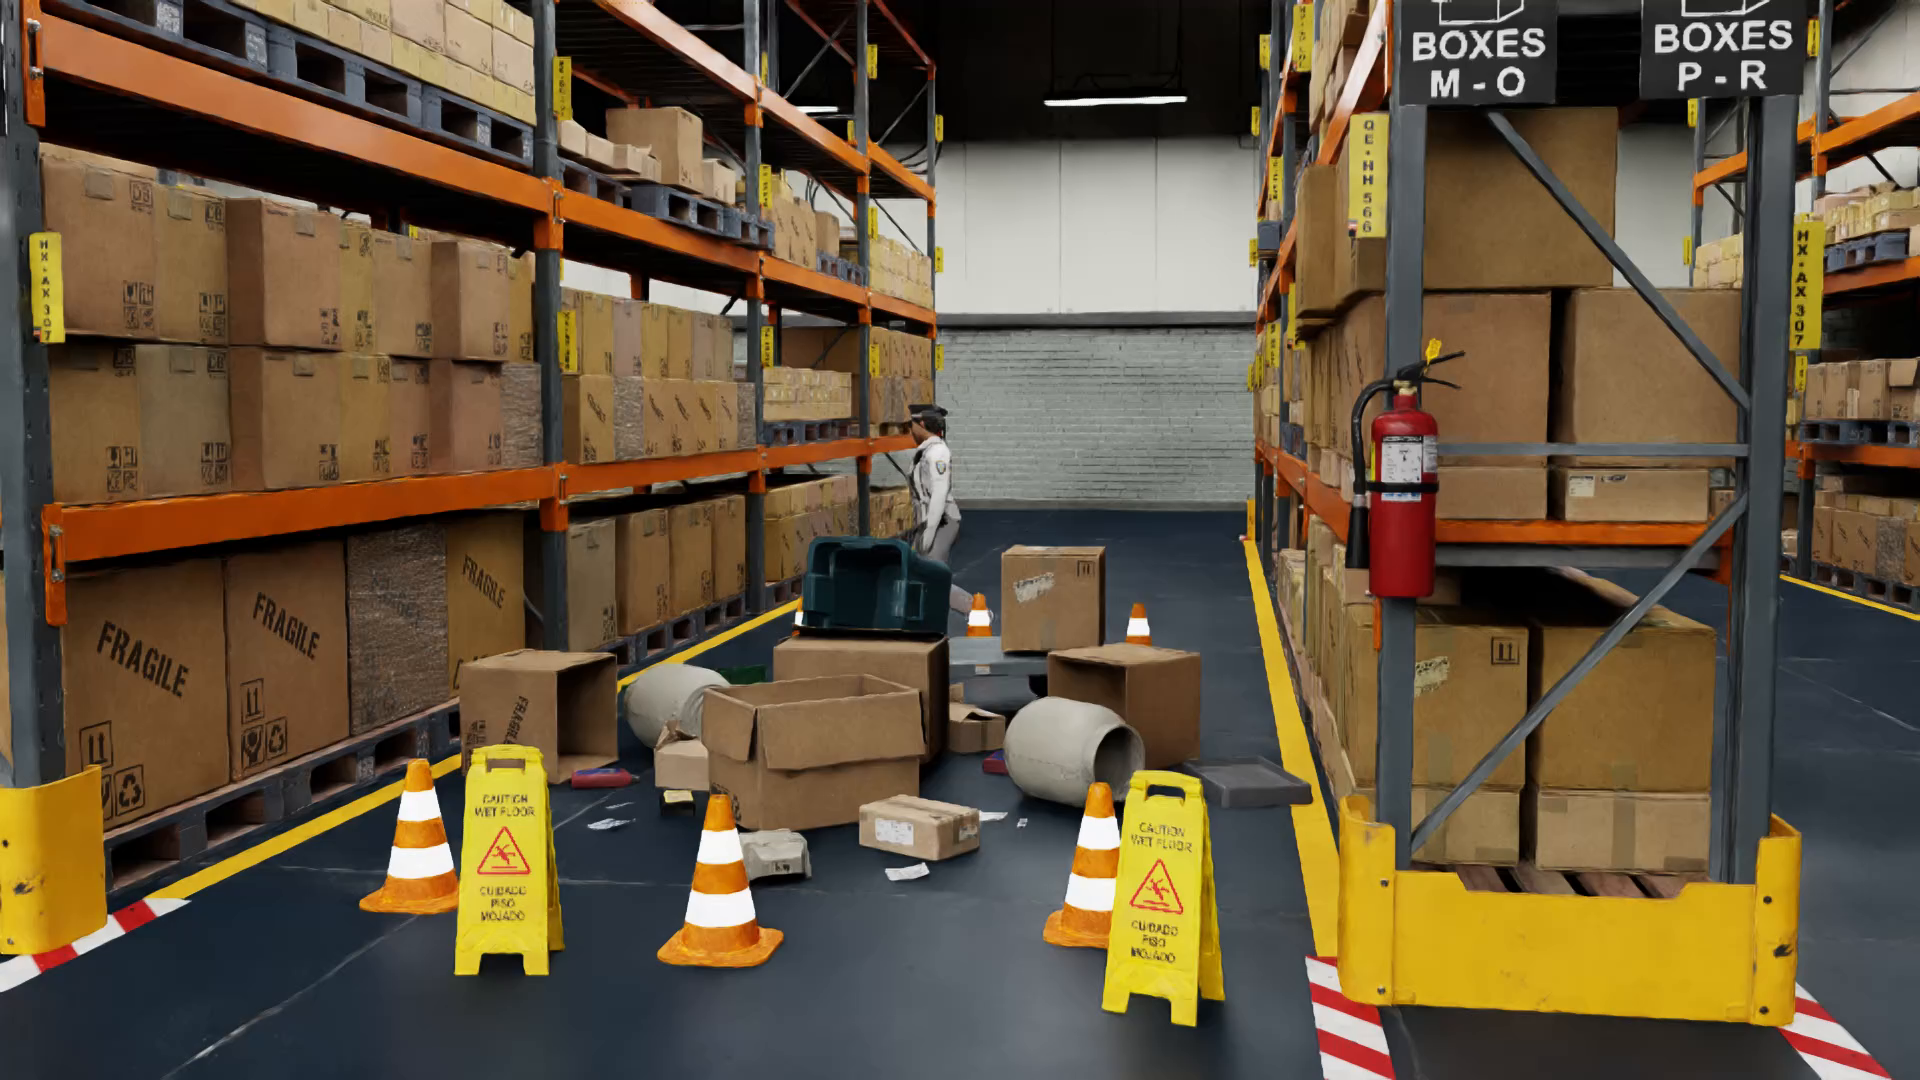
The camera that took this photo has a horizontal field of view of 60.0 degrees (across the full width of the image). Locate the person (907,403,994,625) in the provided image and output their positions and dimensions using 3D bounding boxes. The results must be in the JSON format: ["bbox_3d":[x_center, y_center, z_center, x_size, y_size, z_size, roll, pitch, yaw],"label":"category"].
[{"bbox_3d":[-0.119,-0.057,10.673,0.634,1.638,0.517,-1,5,-15],"label":"person"}]
